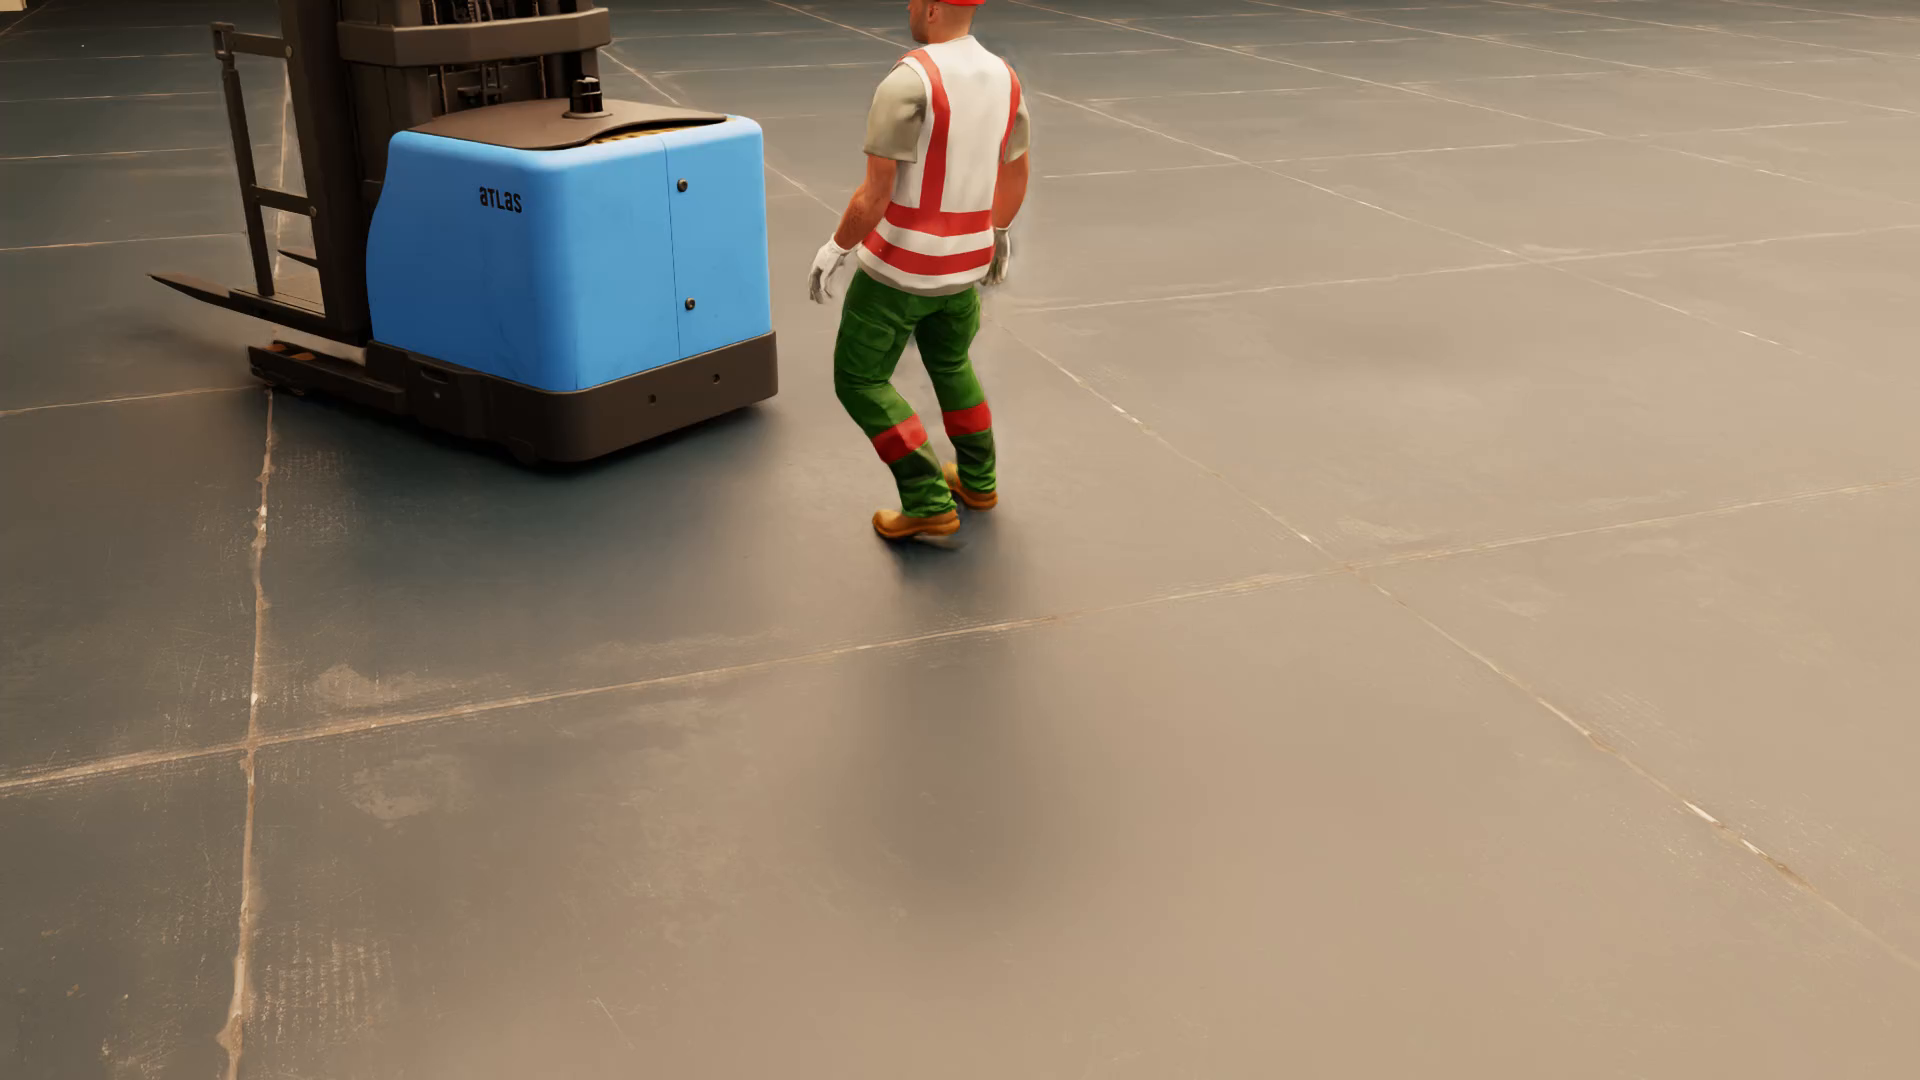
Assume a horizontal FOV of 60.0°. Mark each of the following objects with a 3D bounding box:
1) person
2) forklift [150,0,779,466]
[{"bbox_3d":[-0.093,-0.834,4.840,0.510,1.731,0.765,21,30,40],"label":"person"},{"bbox_3d":[-2.149,-2.047,6.166,3.031,2.935,1.130,17,28,35],"label":"forklift"}]
